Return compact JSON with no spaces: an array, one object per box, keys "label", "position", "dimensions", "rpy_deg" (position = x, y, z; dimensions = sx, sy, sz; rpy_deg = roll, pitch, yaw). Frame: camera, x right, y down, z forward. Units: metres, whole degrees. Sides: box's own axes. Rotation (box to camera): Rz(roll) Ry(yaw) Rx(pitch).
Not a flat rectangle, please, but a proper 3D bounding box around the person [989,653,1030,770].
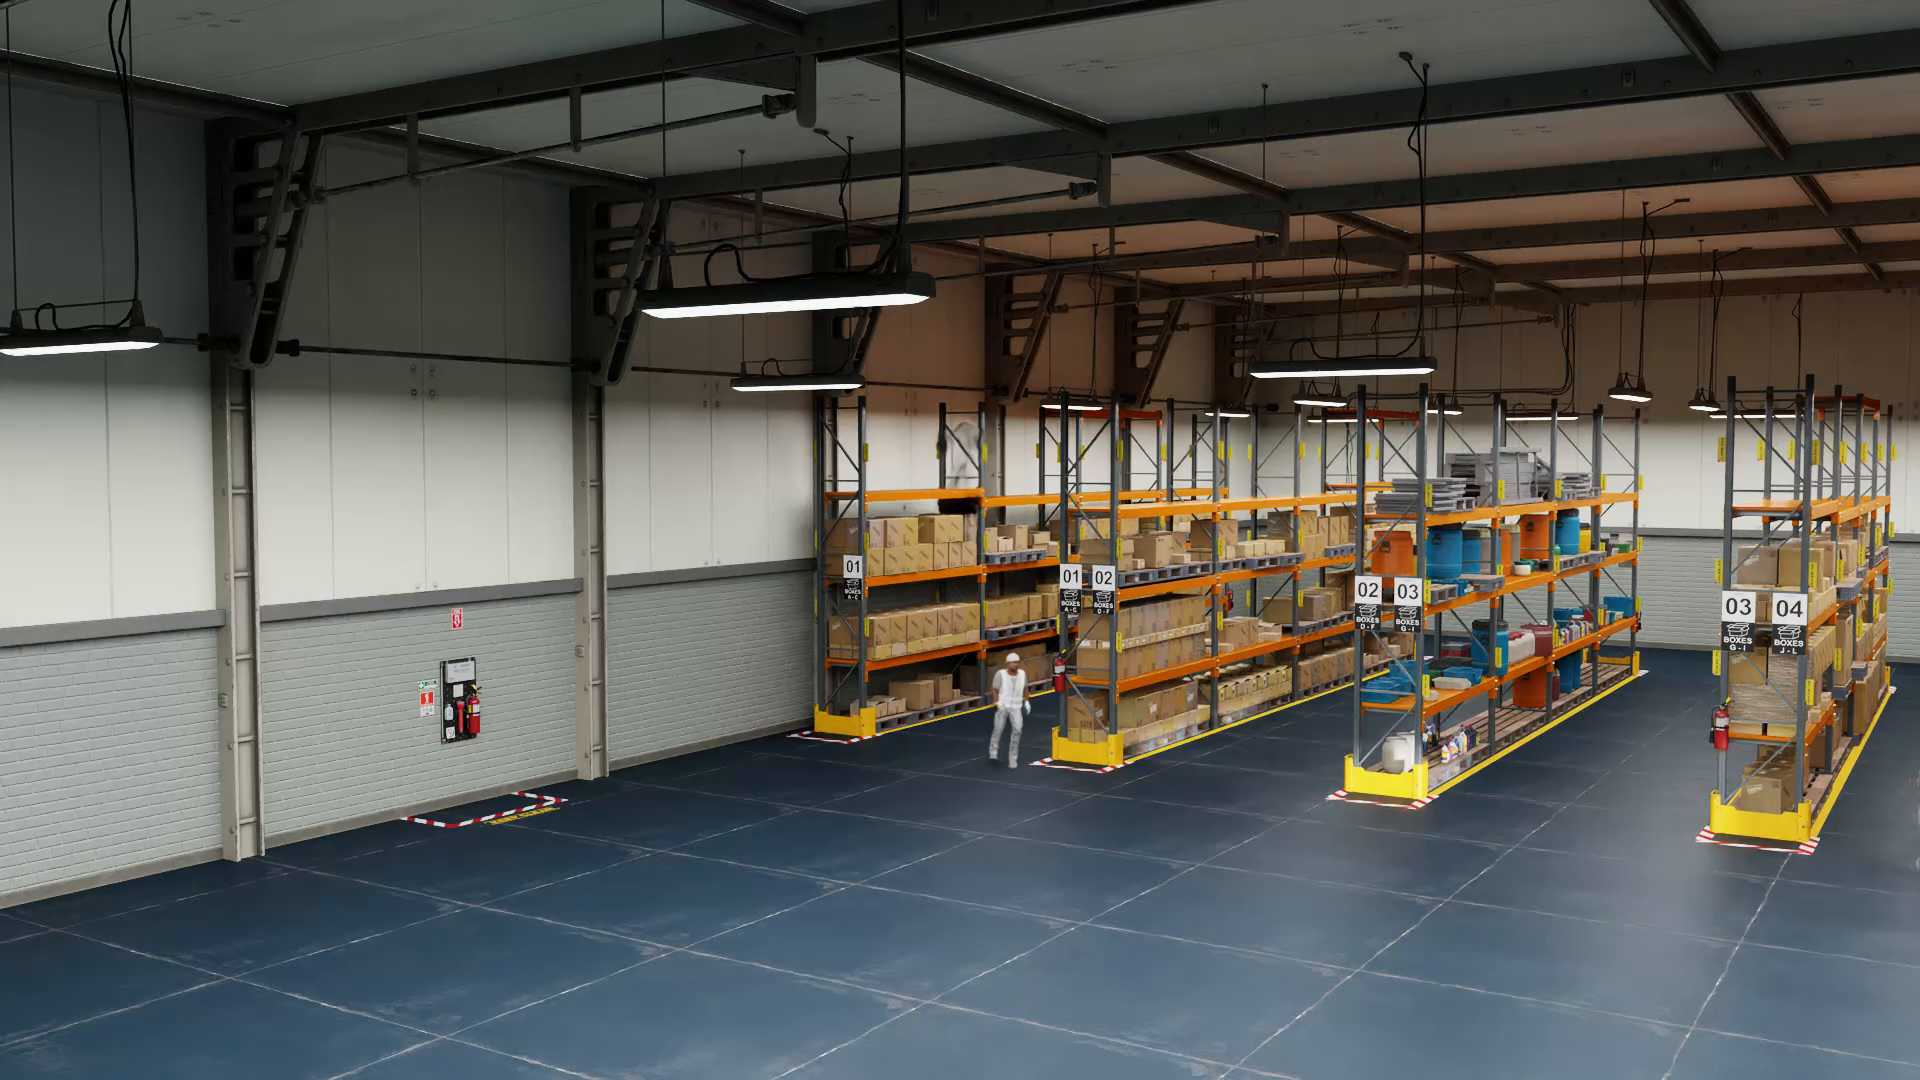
[{"label":"person","position":[0.810,2.702,26.578],"dimensions":[0.658,1.816,0.717],"rpy_deg":[-1,3,-12]}]
